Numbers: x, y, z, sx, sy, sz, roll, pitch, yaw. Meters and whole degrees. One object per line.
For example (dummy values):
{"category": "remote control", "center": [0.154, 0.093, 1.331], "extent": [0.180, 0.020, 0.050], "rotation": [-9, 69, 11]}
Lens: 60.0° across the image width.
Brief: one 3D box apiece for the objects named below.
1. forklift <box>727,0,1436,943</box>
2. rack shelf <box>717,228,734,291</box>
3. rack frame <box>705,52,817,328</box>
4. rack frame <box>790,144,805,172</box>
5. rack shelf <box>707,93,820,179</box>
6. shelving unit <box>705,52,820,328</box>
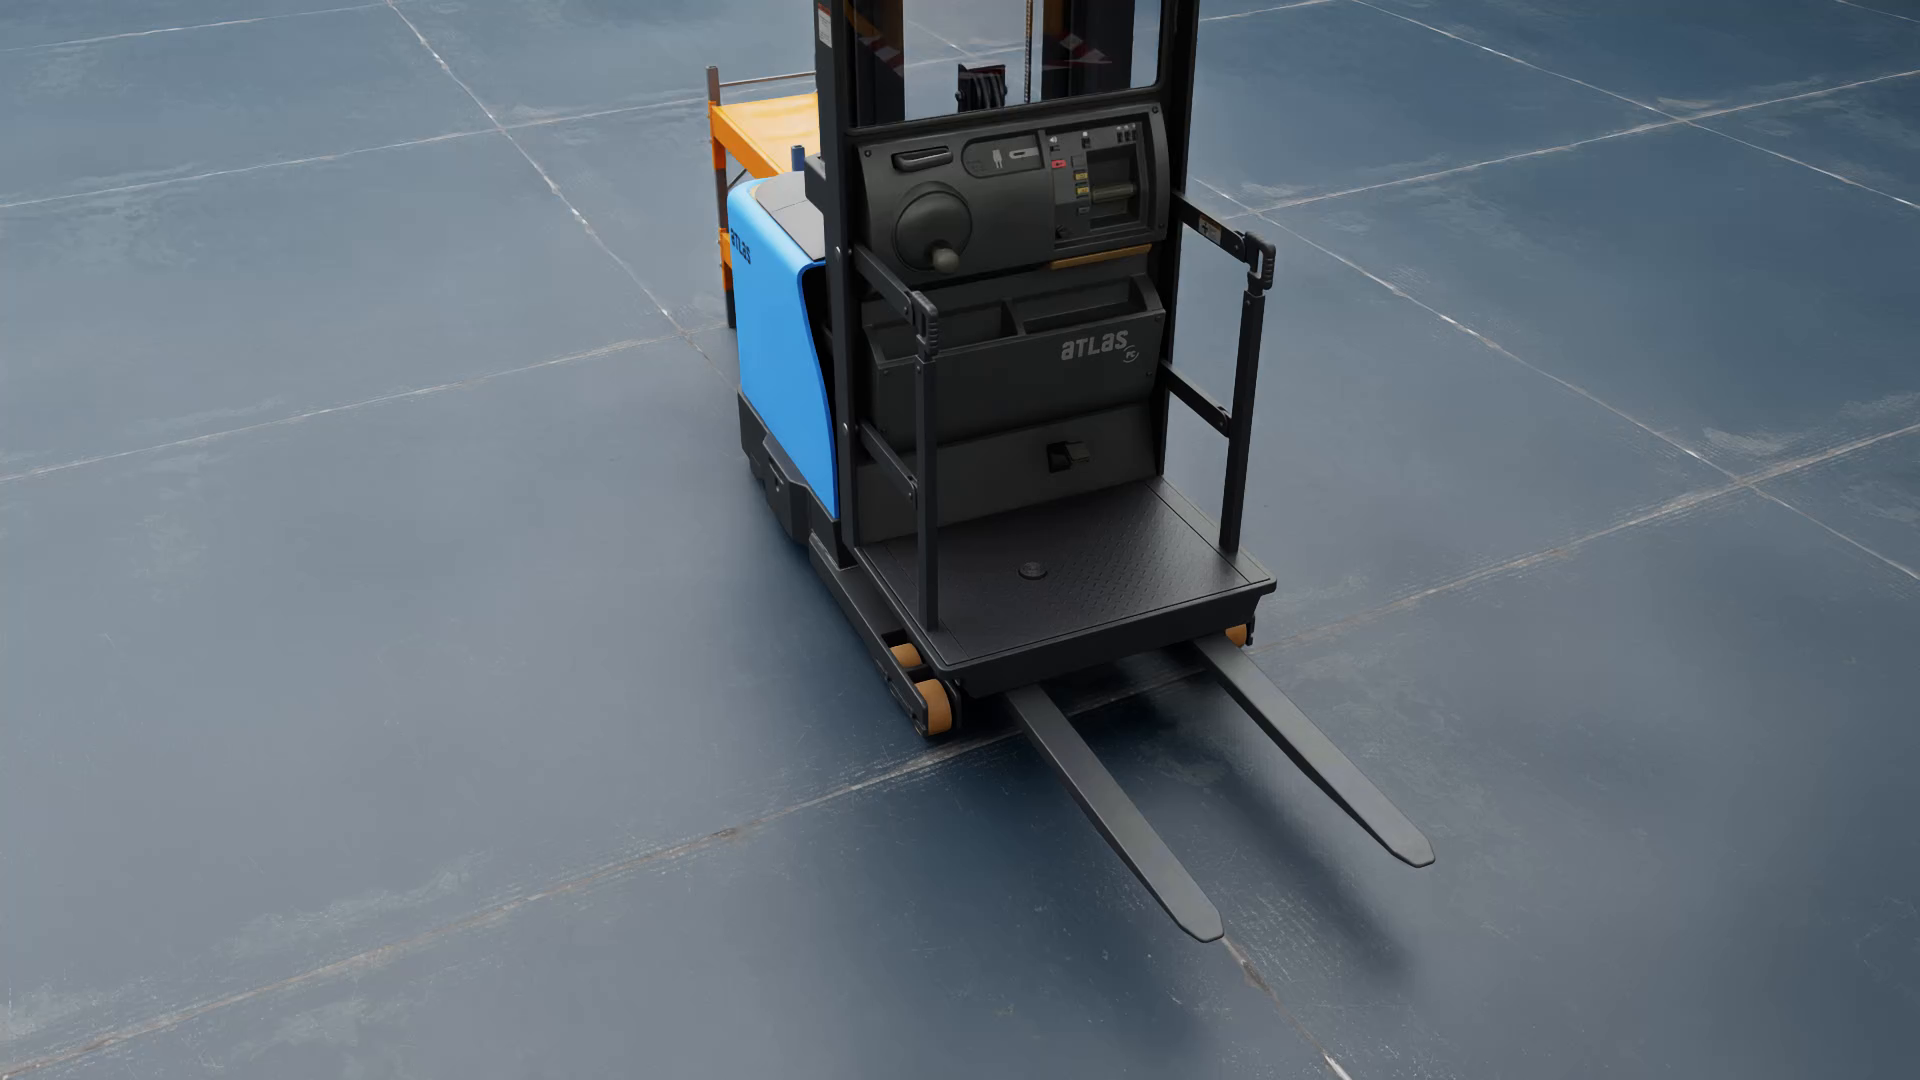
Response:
{"category": "forklift", "center": [0.254, -0.928, 4.481], "extent": [1.130, 2.935, 3.031], "rotation": [-14, 35, -20]}
{"category": "rack shelf", "center": [-0.568, -0.997, 6.716], "extent": [0.538, 0.278, 1.000], "rotation": [-14, 35, -20]}
{"category": "rack frame", "center": [-0.776, -1.453, 6.975], "extent": [0.500, 1.125, 0.032], "rotation": [-14, 35, -20]}
{"category": "rack frame", "center": [-0.359, -0.953, 6.194], "extent": [0.500, 1.125, 0.032], "rotation": [-14, 35, -20]}
{"category": "rack shelf", "center": [-0.568, -1.449, 6.427], "extent": [0.538, 0.278, 1.000], "rotation": [-14, 35, -20]}
{"category": "shelving unit", "center": [-0.568, -1.203, 6.584], "extent": [0.538, 1.125, 1.048], "rotation": [-14, 35, -20]}
